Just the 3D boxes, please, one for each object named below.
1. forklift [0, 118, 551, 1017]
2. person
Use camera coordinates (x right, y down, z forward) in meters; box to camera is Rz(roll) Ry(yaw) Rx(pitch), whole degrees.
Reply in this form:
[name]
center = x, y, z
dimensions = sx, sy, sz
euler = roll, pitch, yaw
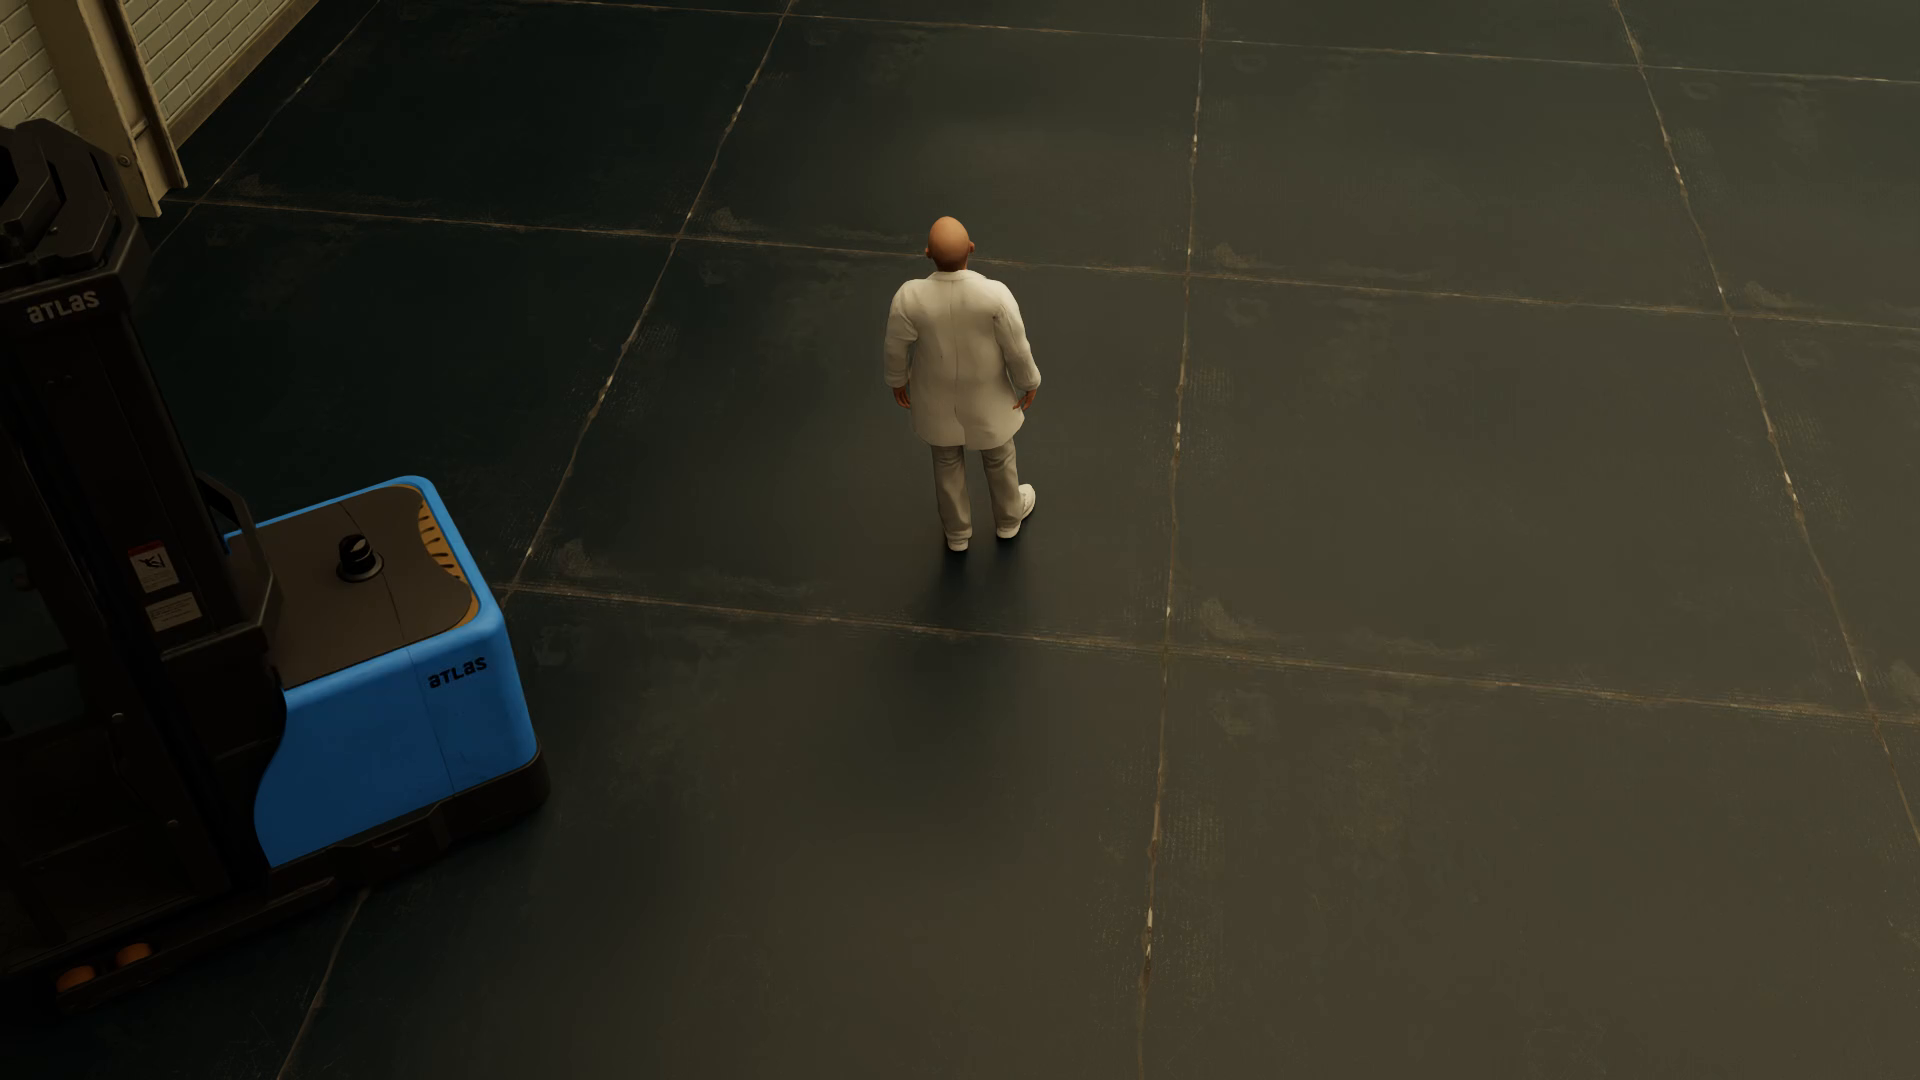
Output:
[forklift]
center = -3.181, 0.214, 5.492
dimensions = 3.031, 2.935, 1.130
euler = -22, 47, -22
[person]
center = 0.017, -0.715, 7.354
dimensions = 0.696, 1.763, 0.581
euler = 5, 43, 6
